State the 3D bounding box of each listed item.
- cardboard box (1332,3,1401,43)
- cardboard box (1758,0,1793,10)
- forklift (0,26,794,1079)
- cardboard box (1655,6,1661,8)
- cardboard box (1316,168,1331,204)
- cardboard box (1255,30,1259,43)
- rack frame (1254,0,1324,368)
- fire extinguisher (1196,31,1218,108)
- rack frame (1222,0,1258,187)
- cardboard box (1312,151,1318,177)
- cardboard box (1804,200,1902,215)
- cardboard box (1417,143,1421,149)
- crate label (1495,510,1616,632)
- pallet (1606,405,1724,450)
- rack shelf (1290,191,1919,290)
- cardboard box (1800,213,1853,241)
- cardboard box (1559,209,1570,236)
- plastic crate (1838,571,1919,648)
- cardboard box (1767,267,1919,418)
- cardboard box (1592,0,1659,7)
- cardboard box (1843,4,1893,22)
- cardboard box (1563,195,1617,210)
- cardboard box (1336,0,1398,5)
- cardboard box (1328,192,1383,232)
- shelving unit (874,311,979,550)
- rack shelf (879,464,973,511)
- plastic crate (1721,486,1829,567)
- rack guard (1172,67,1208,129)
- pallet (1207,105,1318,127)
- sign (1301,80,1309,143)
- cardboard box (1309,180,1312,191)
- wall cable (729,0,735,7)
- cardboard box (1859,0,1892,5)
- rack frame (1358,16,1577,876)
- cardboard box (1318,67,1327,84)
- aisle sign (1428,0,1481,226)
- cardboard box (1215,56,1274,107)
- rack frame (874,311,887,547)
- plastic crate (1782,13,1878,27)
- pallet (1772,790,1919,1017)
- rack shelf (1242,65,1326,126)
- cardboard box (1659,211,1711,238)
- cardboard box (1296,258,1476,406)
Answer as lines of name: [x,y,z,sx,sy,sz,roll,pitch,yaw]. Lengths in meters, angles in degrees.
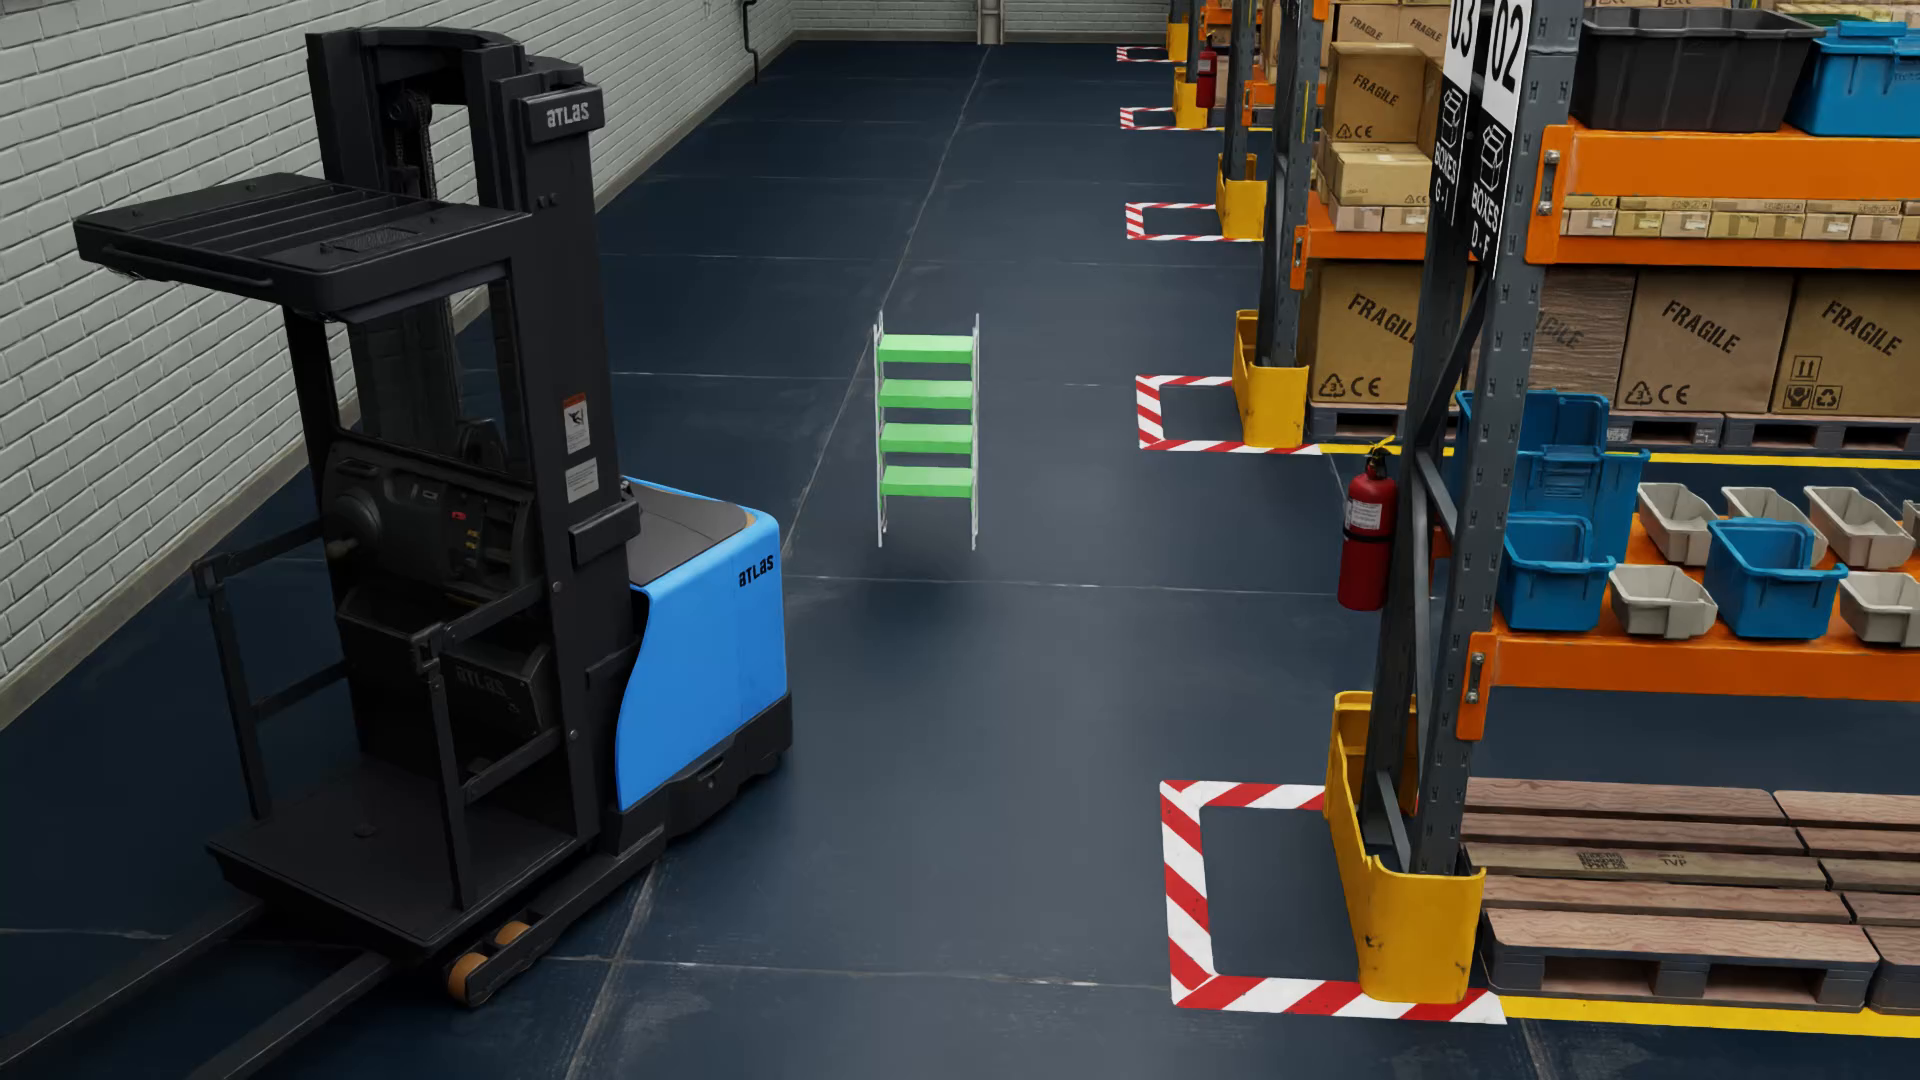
cardboard box: [3.388,-4.266,13.957,0.500,0.500,0.500,2,25,4]
cardboard box: [6.830,-4.509,14.046,0.250,0.149,0.380,3,25,6]
forklift: [-1.871,-0.031,5.311,1.130,2.935,3.031,14,28,28]
cardboard box: [5.911,-4.171,13.752,0.500,0.500,0.500,2,25,4]
cardboard box: [2.326,-2.169,10.176,0.250,0.149,0.380,2,25,5]
cardboard box: [4.104,-7.163,23.637,0.250,0.149,0.380,1,25,2]
rack frame: [1.946,-2.157,9.850,0.127,3.000,1.000,2,25,4]
fire extinguisher: [2.210,-4.217,14.865,0.183,0.674,0.296,2,25,4]
rack frame: [2.426,-4.221,14.335,0.127,3.000,1.000,2,25,4]
cardboard box: [3.207,-3.270,14.465,0.250,0.149,0.380,2,25,5]
cardboard box: [4.957,-2.016,9.367,0.500,0.250,0.500,3,25,6]
cardboard box: [2.955,-2.303,9.990,0.500,0.250,0.500,1,25,3]
crate label: [1.787,0.101,5.070,0.303,0.233,0.416,2,25,4]
pallet: [3.962,-0.857,10.361,1.213,0.211,1.003,2,25,4]
rack shelf: [3.940,-1.766,9.861,4.000,0.370,1.077,2,25,4]
cardboard box: [4.836,-1.813,9.402,0.250,0.149,0.380,2,25,5]
cardboard box: [3.299,-1.862,9.509,0.250,0.149,0.380,1,25,3]
plastic crate: [2.777,0.211,4.946,0.298,0.136,0.250,2,25,4]
cardboard box: [5.282,-1.309,10.046,0.875,0.875,0.875,2,25,4]
cardboard box: [5.409,-4.645,13.584,0.500,0.500,0.500,1,25,2]
cardboard box: [7.306,-4.220,13.419,0.250,0.149,0.380,2,25,4]
cardboard box: [3.423,-2.065,9.473,0.500,0.250,0.500,1,25,2]
cardboard box: [3.357,-4.717,13.742,0.500,0.500,0.500,3,25,6]
cardboard box: [2.274,-1.894,9.579,0.250,0.149,0.380,2,25,5]
shelving unit: [-0.165,-0.550,8.511,0.503,1.200,0.258,2,25,4]
rack shelf: [-0.165,-0.274,8.638,0.480,0.148,0.258,2,25,4]
plastic crate: [2.681,-0.034,5.480,0.243,0.136,0.396,2,25,4]
rack guard: [2.680,-5.153,19.350,0.348,0.500,1.175,2,25,4]
pallet: [3.508,-5.028,19.424,1.213,0.211,1.003,2,25,4]
sign: [1.897,-2.355,9.150,0.005,0.325,0.100,2,25,4]
cardboard box: [2.929,-3.128,14.512,0.250,0.149,0.380,3,25,6]
wall cable: [-2.823,-7.511,20.270,0.122,1.984,0.588,2,25,4]
cardboard box: [7.617,-4.483,13.991,0.250,0.149,0.380,2,25,4]
rack frame: [1.567,-0.093,5.363,0.127,3.000,1.000,2,25,4]
cardboard box: [2.981,-3.969,14.088,0.250,0.149,0.380,3,25,6]
aisle sign: [1.517,-1.398,5.090,0.004,0.787,0.394,2,25,4]
cardboard box: [3.370,-5.335,19.318,0.875,0.438,0.875,1,25,2]
rack frame: [-0.408,-0.558,8.528,0.015,1.200,0.240,2,25,4]
plastic crate: [2.572,-1.447,4.971,0.336,0.188,0.450,2,25,4]
pallet: [3.599,1.257,5.767,1.213,0.211,1.003,2,25,4]
rack shelf: [4.420,-3.830,14.347,4.000,0.370,1.077,2,25,4]
cardboard box: [4.070,-1.838,9.456,0.250,0.149,0.380,2,25,5]
cardboard box: [2.590,-1.396,10.234,0.875,0.875,0.875,2,25,4]
